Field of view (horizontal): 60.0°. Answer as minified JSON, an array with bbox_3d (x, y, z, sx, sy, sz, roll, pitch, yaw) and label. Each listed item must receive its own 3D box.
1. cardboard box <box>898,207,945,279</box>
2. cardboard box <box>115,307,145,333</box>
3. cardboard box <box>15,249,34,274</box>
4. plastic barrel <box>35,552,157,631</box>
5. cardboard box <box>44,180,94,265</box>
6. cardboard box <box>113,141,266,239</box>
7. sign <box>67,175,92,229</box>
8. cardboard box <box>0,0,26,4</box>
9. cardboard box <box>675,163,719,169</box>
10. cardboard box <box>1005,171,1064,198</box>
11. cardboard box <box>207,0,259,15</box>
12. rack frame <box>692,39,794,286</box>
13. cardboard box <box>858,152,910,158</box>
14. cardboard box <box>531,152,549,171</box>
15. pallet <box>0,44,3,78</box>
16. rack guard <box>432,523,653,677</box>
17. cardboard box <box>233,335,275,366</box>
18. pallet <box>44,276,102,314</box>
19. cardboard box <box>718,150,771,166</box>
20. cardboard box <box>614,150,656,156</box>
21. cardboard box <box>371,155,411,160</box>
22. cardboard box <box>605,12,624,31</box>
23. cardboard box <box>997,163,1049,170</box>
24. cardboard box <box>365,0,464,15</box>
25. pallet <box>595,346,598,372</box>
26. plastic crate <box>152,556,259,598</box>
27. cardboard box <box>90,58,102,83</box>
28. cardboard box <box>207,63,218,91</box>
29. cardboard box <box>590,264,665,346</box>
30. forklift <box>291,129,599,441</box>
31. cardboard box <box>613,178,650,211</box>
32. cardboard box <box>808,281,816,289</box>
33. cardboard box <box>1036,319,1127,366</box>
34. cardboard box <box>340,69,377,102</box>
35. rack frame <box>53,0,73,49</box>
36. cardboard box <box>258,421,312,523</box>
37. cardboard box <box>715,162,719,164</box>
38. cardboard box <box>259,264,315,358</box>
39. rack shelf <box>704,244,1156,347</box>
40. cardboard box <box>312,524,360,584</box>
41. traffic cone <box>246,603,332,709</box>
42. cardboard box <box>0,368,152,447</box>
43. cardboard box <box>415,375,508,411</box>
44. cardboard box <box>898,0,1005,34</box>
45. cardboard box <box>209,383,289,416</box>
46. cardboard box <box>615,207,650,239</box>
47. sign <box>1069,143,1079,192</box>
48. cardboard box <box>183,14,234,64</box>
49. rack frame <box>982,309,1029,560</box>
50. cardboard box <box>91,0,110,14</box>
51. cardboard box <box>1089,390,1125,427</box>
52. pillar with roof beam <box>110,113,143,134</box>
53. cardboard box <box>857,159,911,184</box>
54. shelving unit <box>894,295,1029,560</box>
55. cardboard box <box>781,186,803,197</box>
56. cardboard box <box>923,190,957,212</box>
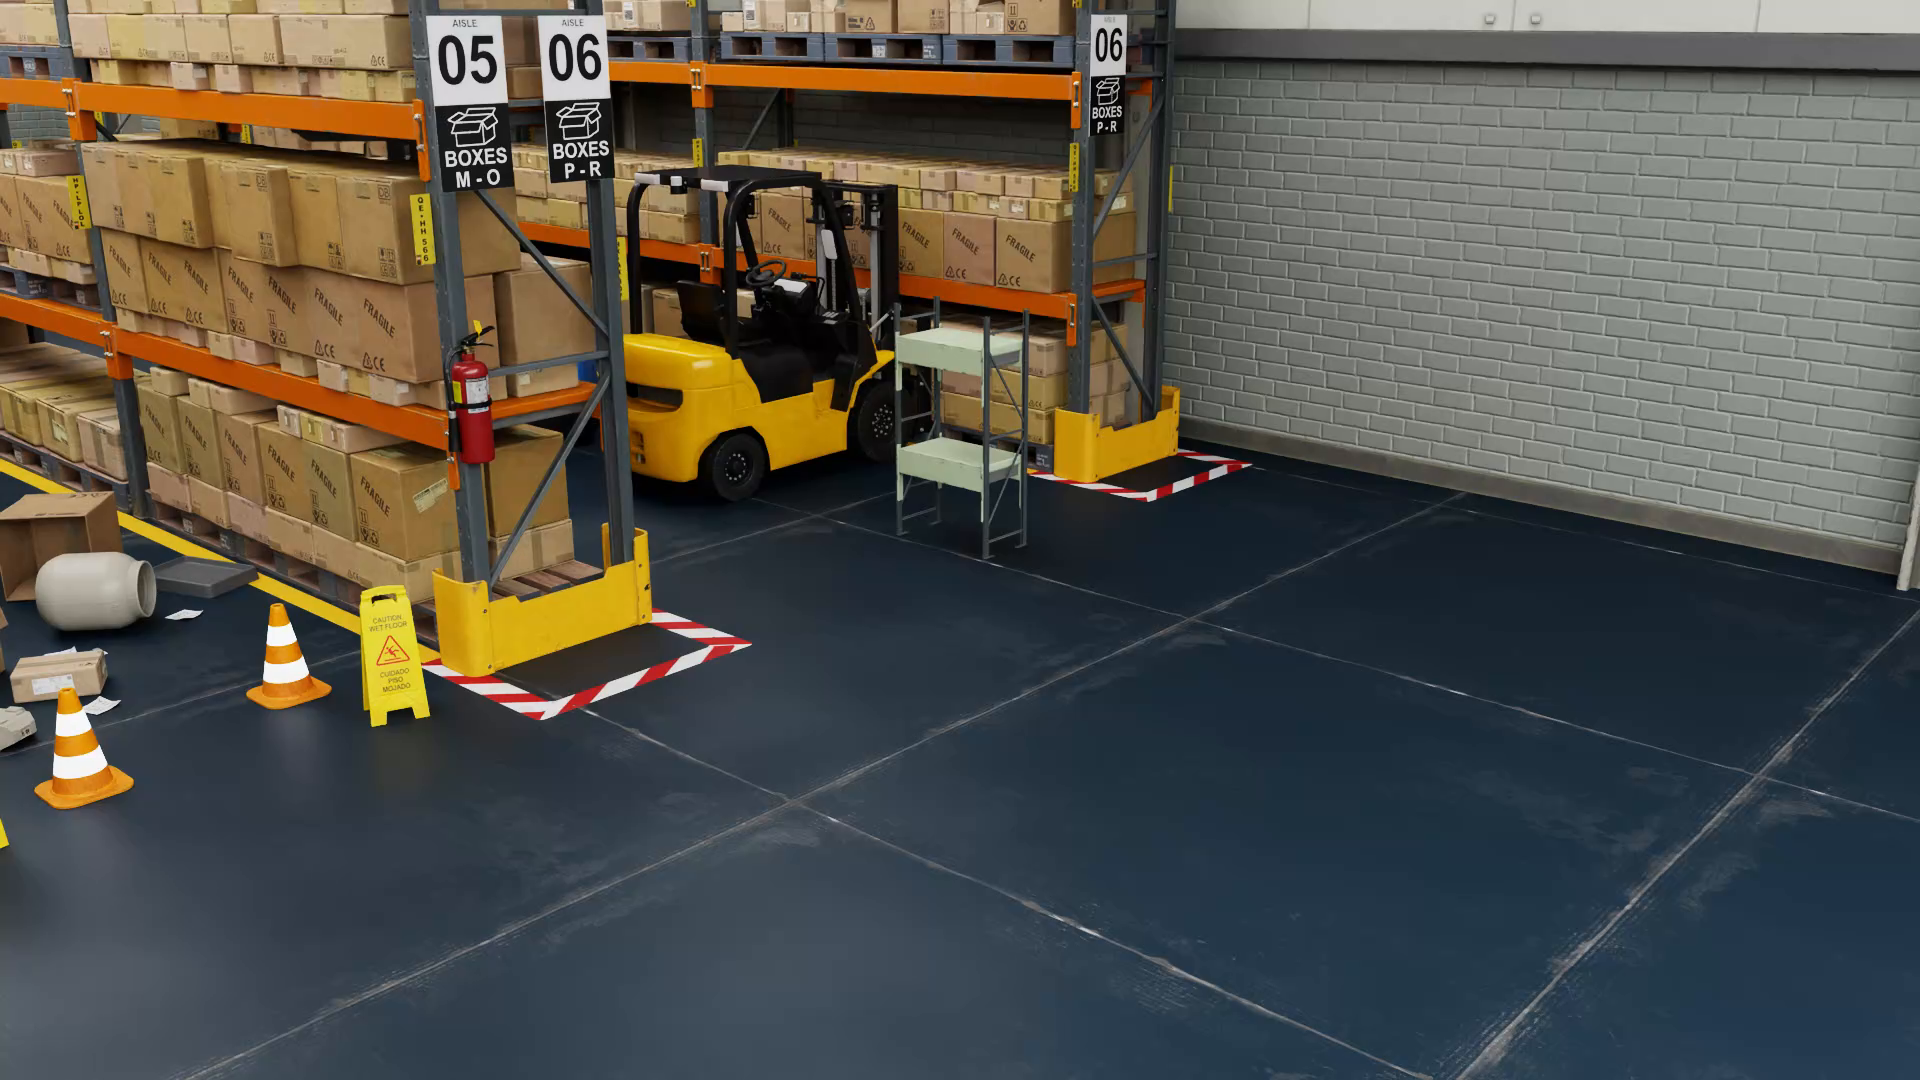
[{"bbox_3d":[-0.155,-2.297,12.727,0.500,0.500,0.500,14,23,38],"label":"cardboard box"},{"bbox_3d":[-5.108,-1.425,10.559,0.250,0.149,0.380,15,23,39],"label":"cardboard box"},{"bbox_3d":[-6.294,-1.953,11.527,0.250,0.149,0.380,15,23,40],"label":"cardboard box"},{"bbox_3d":[-4.689,0.278,9.035,0.512,0.421,0.421,-3,18,-8],"label":"plastic barrel"},{"bbox_3d":[-5.628,-2.111,10.954,0.500,0.500,0.500,15,23,38],"label":"cardboard box"},{"bbox_3d":[-4.578,-2.102,9.966,0.500,0.500,0.700,15,23,40],"label":"cardboard box"},{"bbox_3d":[-5.496,-2.106,10.376,0.005,0.325,0.100,15,23,39],"label":"sign"},{"bbox_3d":[-6.427,-3.765,11.284,0.500,0.250,0.500,16,23,40],"label":"cardboard box"},{"bbox_3d":[-2.242,-3.180,14.434,0.250,0.149,0.380,16,24,41],"label":"cardboard box"},{"bbox_3d":[0.540,-2.567,12.011,0.250,0.149,0.380,15,23,39],"label":"cardboard box"},{"bbox_3d":[-3.757,-2.869,8.831,0.250,0.149,0.380,16,23,41],"label":"cardboard box"},{"bbox_3d":[-1.839,-2.804,14.490,0.127,3.000,1.000,15,23,39],"label":"rack frame"},{"bbox_3d":[-0.623,-3.105,13.706,0.250,0.149,0.380,15,23,38],"label":"cardboard box"},{"bbox_3d":[-3.815,-3.577,15.686,0.250,0.149,0.380,16,23,40],"label":"cardboard box"},{"bbox_3d":[-6.299,-3.376,11.644,1.003,0.211,1.213,15,23,39],"label":"pallet"},{"bbox_3d":[-2.196,0.299,8.844,0.348,0.500,1.175,15,23,39],"label":"rack guard"},{"bbox_3d":[-3.950,-1.122,9.603,0.250,0.149,0.380,15,23,39],"label":"cardboard box"},{"bbox_3d":[-5.606,-1.776,11.565,1.213,0.211,1.003,15,23,39],"label":"pallet"},{"bbox_3d":[-1.797,-3.172,13.918,0.250,0.149,0.380,16,23,40],"label":"cardboard box"},{"bbox_3d":[-3.069,-3.597,15.749,0.250,0.149,0.380,15,23,40],"label":"cardboard box"},{"bbox_3d":[-5.834,-3.875,17.416,0.500,0.250,0.500,14,22,37],"label":"cardboard box"},{"bbox_3d":[-2.863,-4.514,14.474,0.250,0.149,0.380,15,23,39],"label":"cardboard box"},{"bbox_3d":[0.488,-2.779,12.679,0.250,0.149,0.380,15,23,40],"label":"cardboard box"},{"bbox_3d":[-2.588,-2.569,7.885,0.250,0.149,0.380,15,23,40],"label":"cardboard box"},{"bbox_3d":[-3.332,-1.859,16.121,1.213,0.211,1.003,15,23,39],"label":"pallet"},{"bbox_3d":[-4.501,0.212,9.812,0.583,0.080,0.402,7,19,21],"label":"plastic crate"},{"bbox_3d":[-5.059,-2.871,10.157,0.250,0.149,0.380,15,23,38],"label":"cardboard box"},{"bbox_3d":[-3.906,-2.562,9.183,0.250,0.149,0.380,15,23,40],"label":"cardboard box"},{"bbox_3d":[-3.375,-2.283,16.078,0.625,0.625,0.875,14,22,37],"label":"cardboard box"},{"bbox_3d":[-4.430,-2.229,12.789,3.031,2.935,1.130,-2,18,-7],"label":"forklift"},{"bbox_3d":[-2.765,-3.114,14.885,0.500,0.250,0.500,14,23,38],"label":"cardboard box"},{"bbox_3d":[-1.342,-2.116,14.517,0.500,0.250,0.500,16,23,40],"label":"cardboard box"},{"bbox_3d":[0.919,-1.507,12.599,0.500,0.250,0.500,15,23,38],"label":"cardboard box"},{"bbox_3d":[-2.799,-2.238,8.163,0.250,0.149,0.380,15,23,40],"label":"cardboard box"},{"bbox_3d":[-5.131,-4.540,10.041,0.127,3.000,1.000,15,23,39],"label":"rack frame"},{"bbox_3d":[-3.677,-0.433,9.630,0.500,0.500,0.500,14,23,38],"label":"cardboard box"},{"bbox_3d":[-1.959,-3.280,14.752,0.250,0.149,0.380,14,23,38],"label":"cardboard box"},{"bbox_3d":[-3.471,-1.316,9.144,0.500,0.500,0.500,15,23,39],"label":"cardboard box"},{"bbox_3d":[-0.343,-2.060,13.333,4.000,0.370,1.077,15,23,39],"label":"rack shelf"},{"bbox_3d":[-3.304,0.026,9.423,0.500,0.250,0.500,15,23,39],"label":"cardboard box"},{"bbox_3d":[-3.317,0.537,8.154,0.334,0.463,0.336,15,23,39],"label":"traffic cone"},{"bbox_3d":[-6.586,-1.016,12.504,0.625,0.372,0.950,16,24,41],"label":"cardboard box"},{"bbox_3d":[-2.561,-0.784,8.540,0.250,0.149,0.380,16,24,41],"label":"cardboard box"},{"bbox_3d":[-0.039,-3.988,12.237,0.500,0.500,0.700,15,23,40],"label":"cardboard box"},{"bbox_3d":[-4.226,-0.862,9.910,0.250,0.149,0.380,17,24,42],"label":"cardboard box"},{"bbox_3d":[-2.769,-2.875,14.959,0.500,0.250,0.500,15,23,39],"label":"cardboard box"},{"bbox_3d":[0.783,-2.546,11.370,0.005,0.325,0.100,15,23,39],"label":"sign"},{"bbox_3d":[-3.846,-2.725,9.035,0.500,0.250,0.500,15,23,40],"label":"cardboard box"},{"bbox_3d":[0.279,-0.640,10.149,0.023,1.500,0.400,15,23,39],"label":"rack frame"},{"bbox_3d":[-4.898,-3.188,9.837,0.250,0.149,0.380,16,24,41],"label":"cardboard box"},{"bbox_3d":[0.916,-1.034,12.761,0.500,0.250,0.500,15,23,39],"label":"cardboard box"},{"bbox_3d":[-15.090,-7.845,20.453,0.400,9.000,9.100,15,23,39],"label":"pillar with roof beam"},{"bbox_3d":[-0.583,-2.885,13.015,0.250,0.149,0.380,15,23,39],"label":"cardboard box"},{"bbox_3d":[0.005,-0.714,10.381,0.755,1.500,0.431,15,23,39],"label":"shelving unit"},{"bbox_3d":[-1.231,-2.874,13.470,0.250,0.149,0.380,16,23,40],"label":"cardboard box"},{"bbox_3d":[-0.065,-2.570,12.514,0.250,0.149,0.380,14,22,38],"label":"cardboard box"}]
